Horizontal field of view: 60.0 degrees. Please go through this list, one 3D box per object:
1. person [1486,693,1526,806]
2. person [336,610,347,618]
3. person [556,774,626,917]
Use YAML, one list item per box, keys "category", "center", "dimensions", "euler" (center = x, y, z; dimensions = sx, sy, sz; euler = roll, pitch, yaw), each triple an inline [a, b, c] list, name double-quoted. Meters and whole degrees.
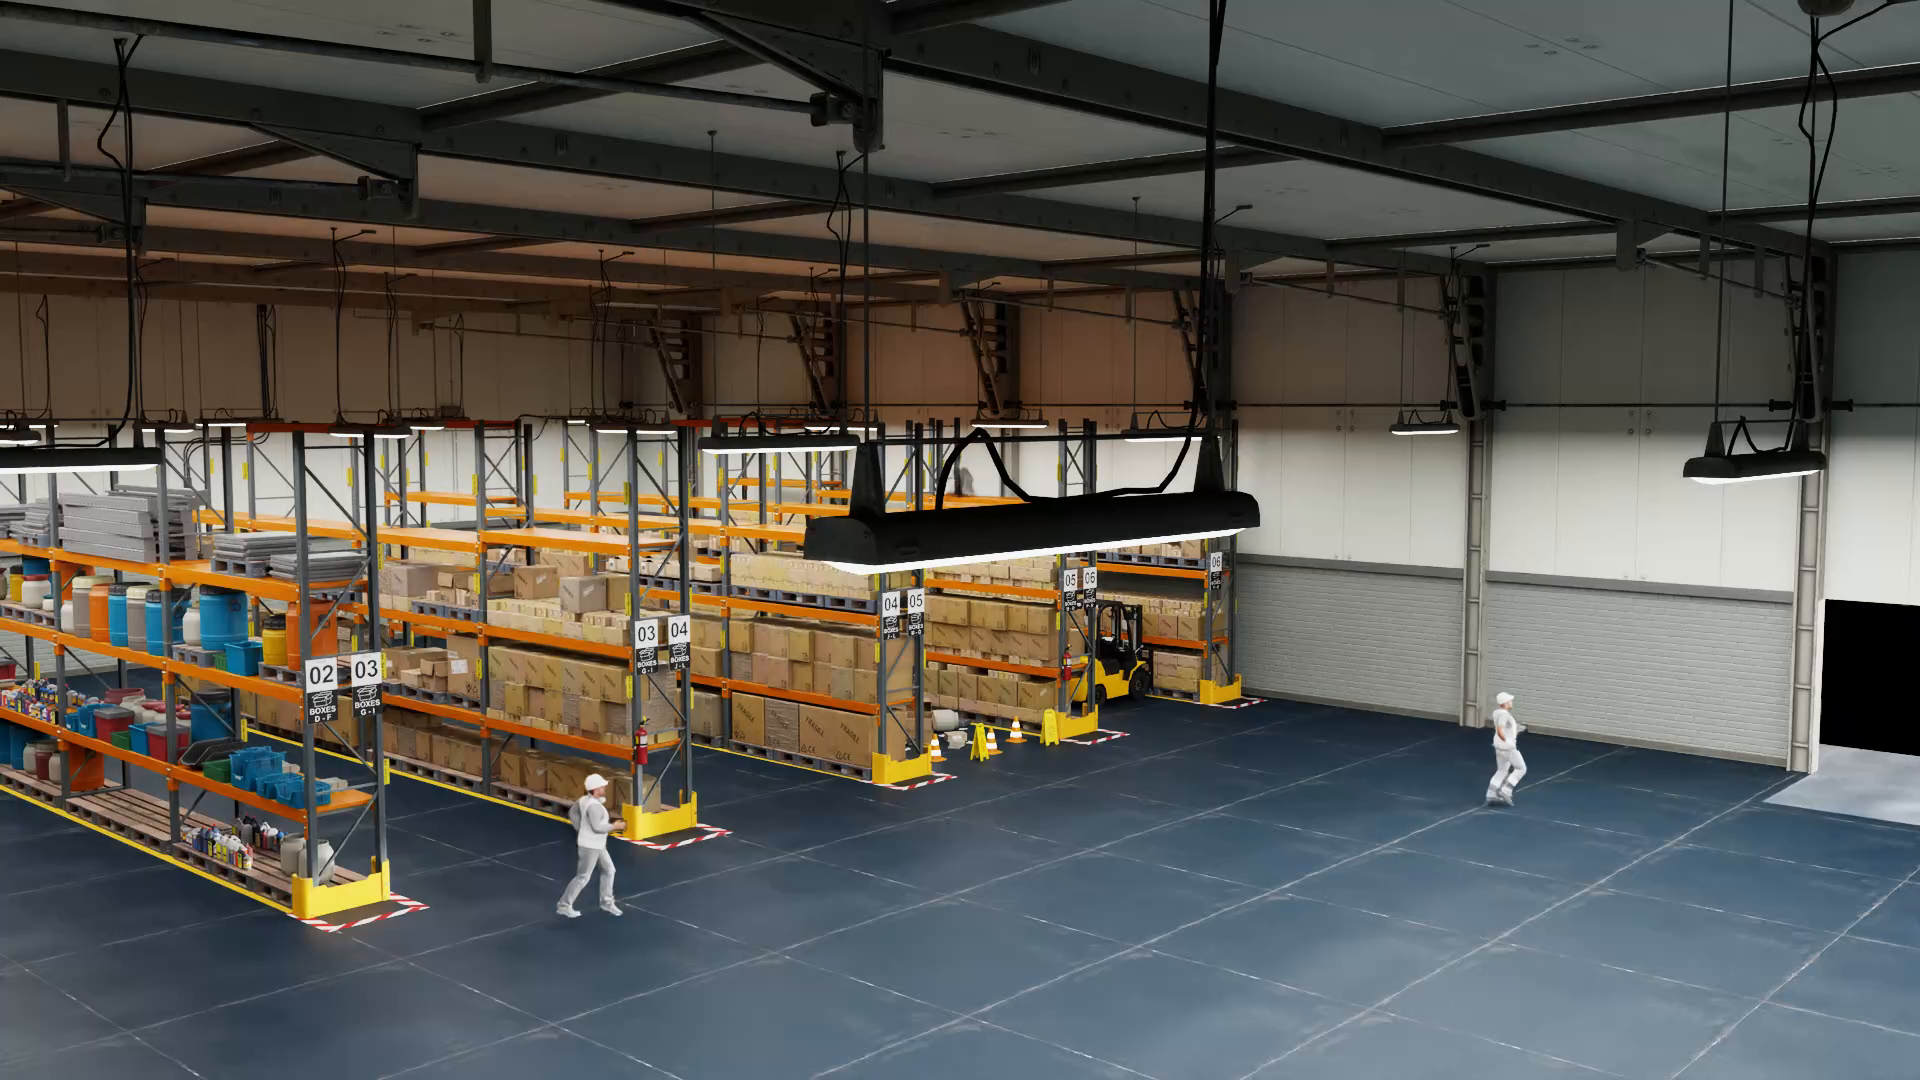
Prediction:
- category: "person"
  center: [8.659, 3.301, 26.249]
  dimensions: [0.659, 1.797, 0.637]
  euler: [0, 5, -5]
- category: "person"
  center: [-14.350, 2.394, 38.237]
  dimensions: [0.683, 1.617, 0.685]
  euler: [1, 5, 13]
- category: "person"
  center: [-4.526, 3.779, 20.397]
  dimensions: [0.858, 1.825, 0.603]
  euler: [-1, 5, -13]
